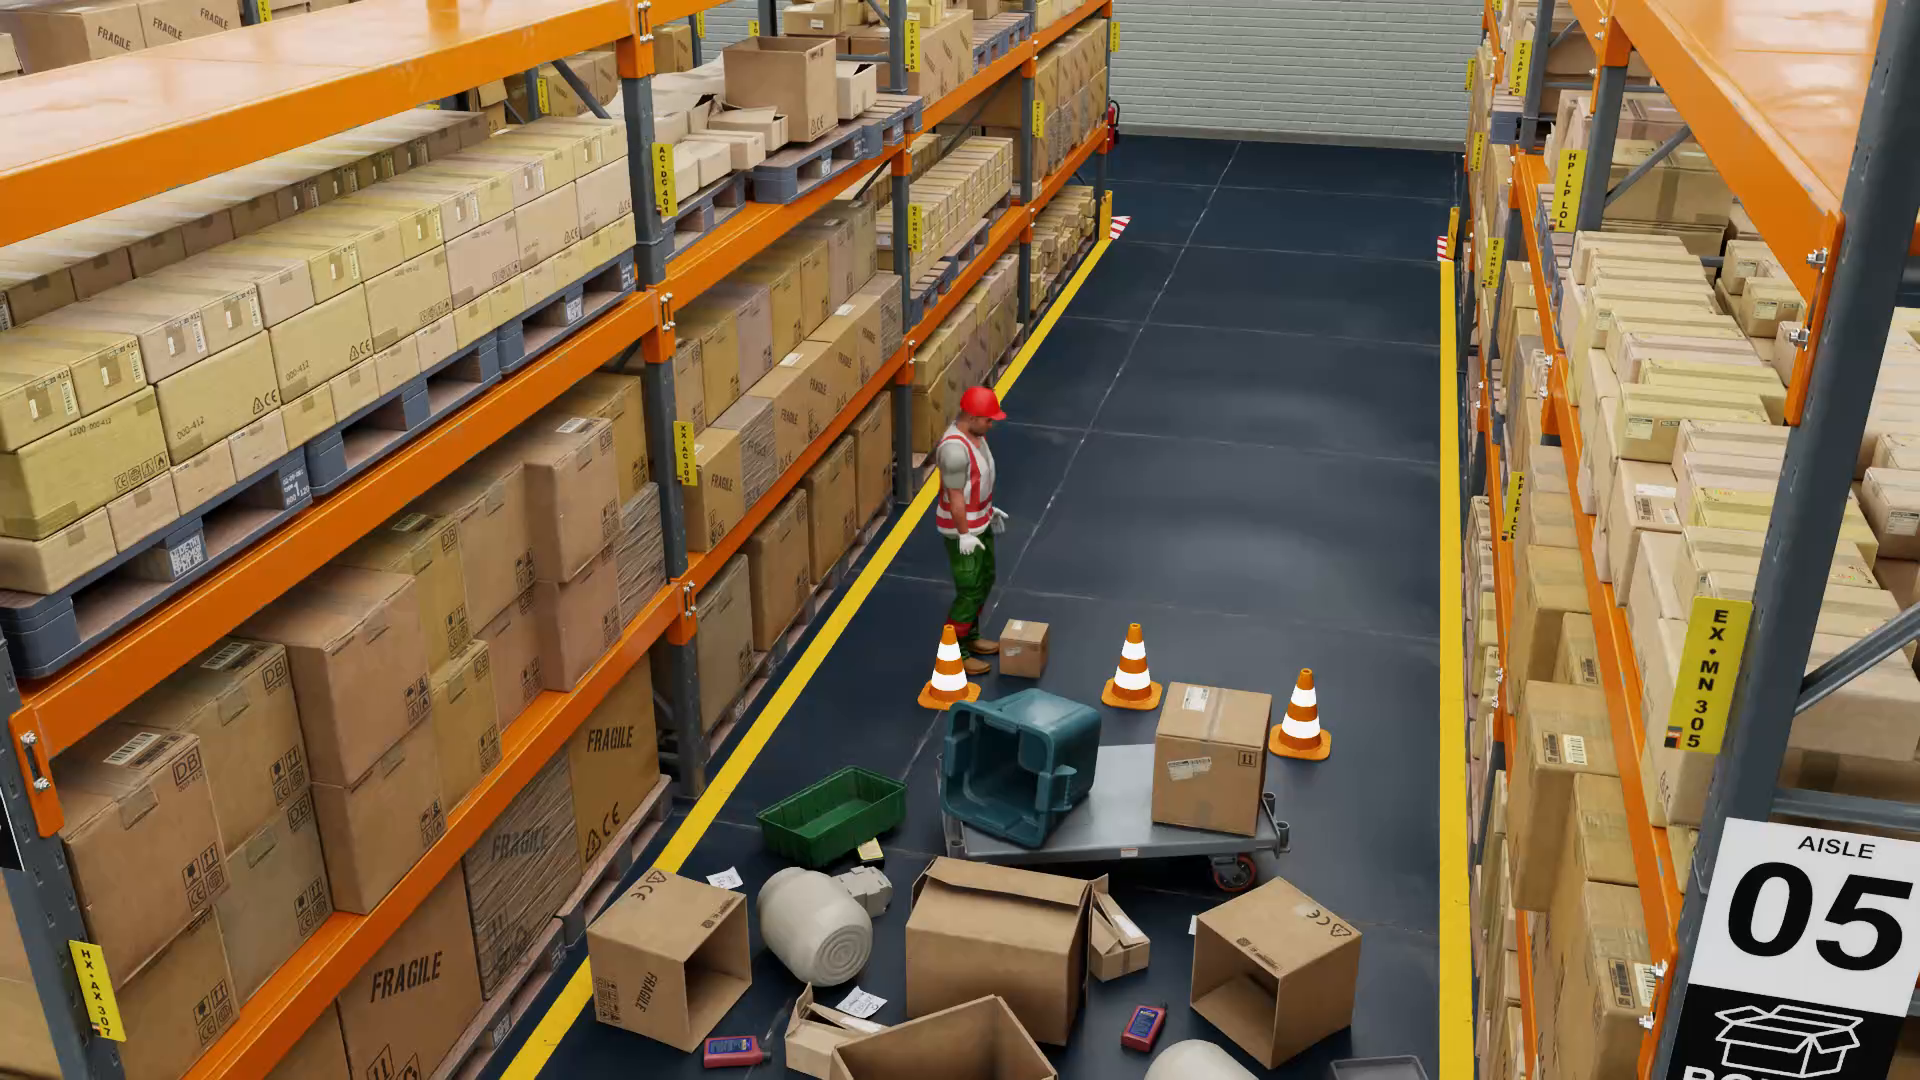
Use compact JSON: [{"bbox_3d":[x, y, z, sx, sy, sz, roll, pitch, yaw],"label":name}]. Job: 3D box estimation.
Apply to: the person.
[{"bbox_3d":[0.072,-0.077,9.878,0.388,1.768,0.533,7,26,14],"label":"person"}]
